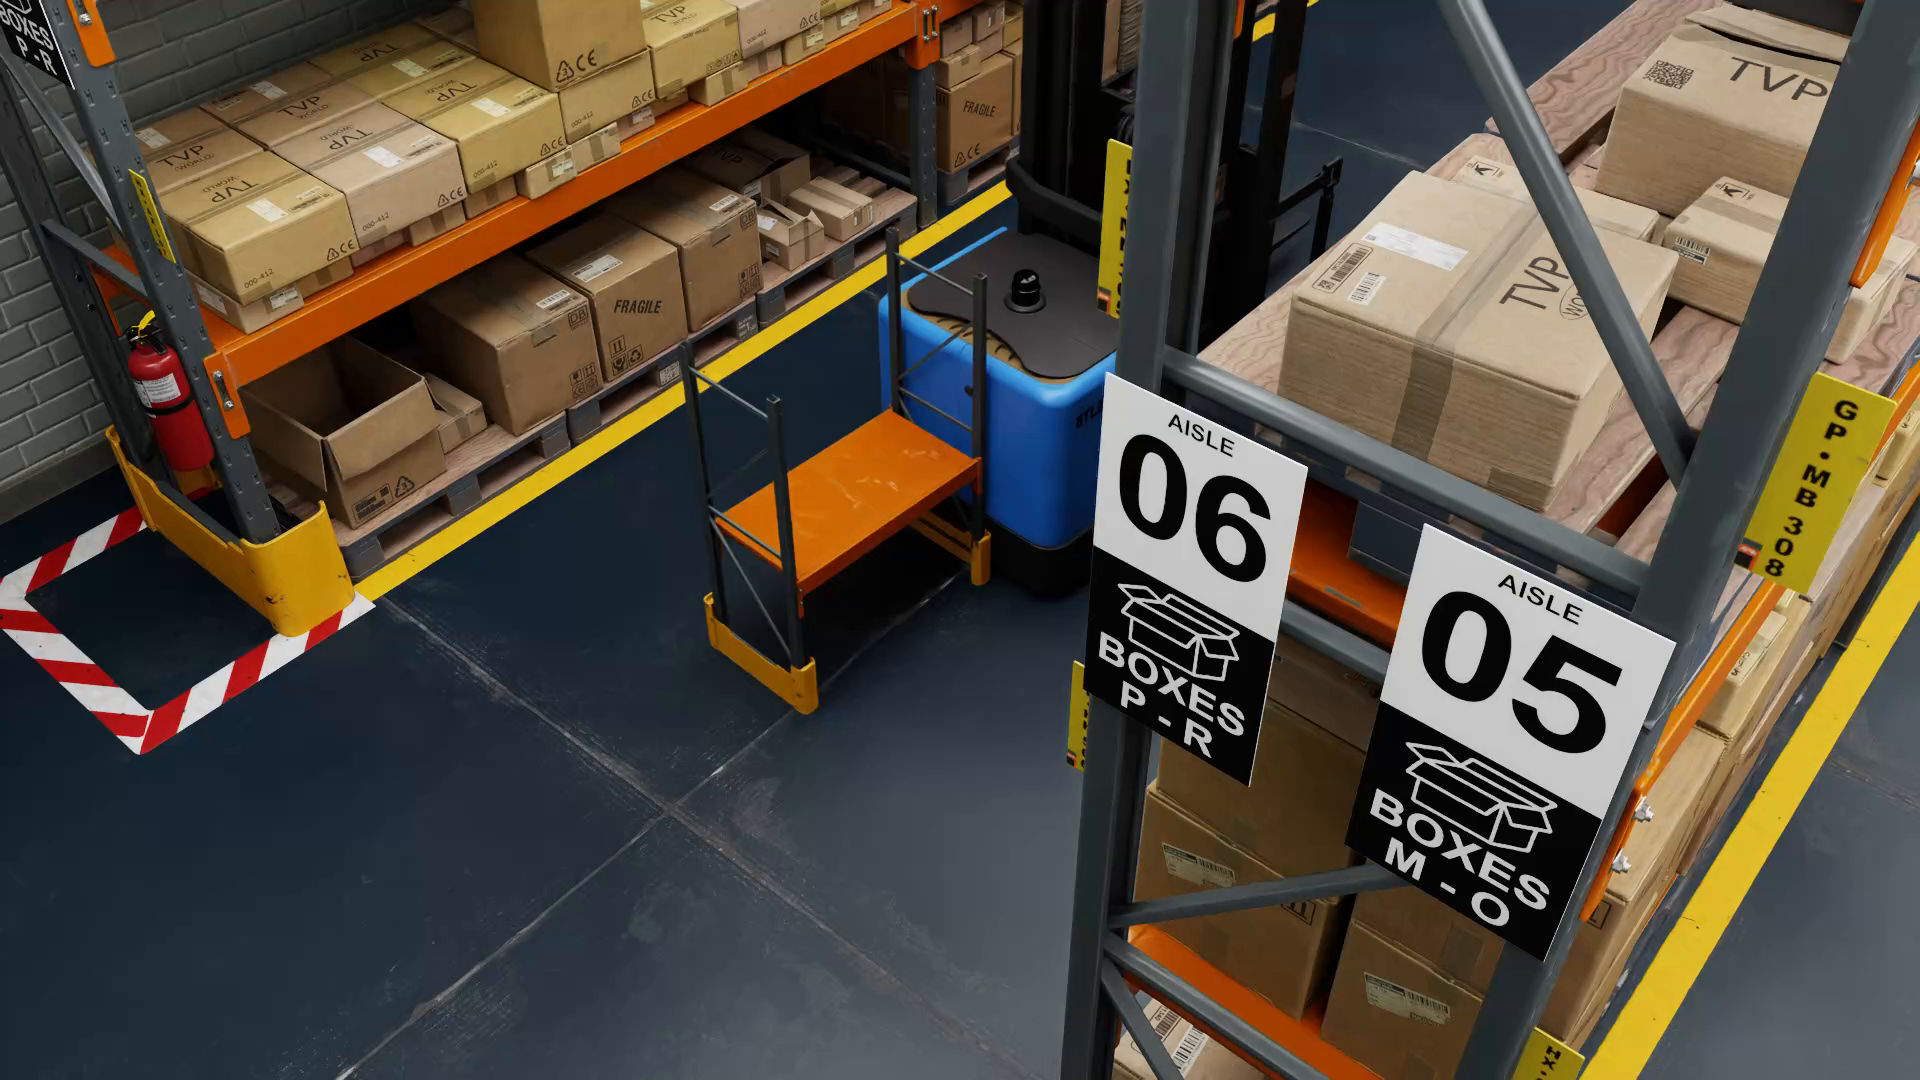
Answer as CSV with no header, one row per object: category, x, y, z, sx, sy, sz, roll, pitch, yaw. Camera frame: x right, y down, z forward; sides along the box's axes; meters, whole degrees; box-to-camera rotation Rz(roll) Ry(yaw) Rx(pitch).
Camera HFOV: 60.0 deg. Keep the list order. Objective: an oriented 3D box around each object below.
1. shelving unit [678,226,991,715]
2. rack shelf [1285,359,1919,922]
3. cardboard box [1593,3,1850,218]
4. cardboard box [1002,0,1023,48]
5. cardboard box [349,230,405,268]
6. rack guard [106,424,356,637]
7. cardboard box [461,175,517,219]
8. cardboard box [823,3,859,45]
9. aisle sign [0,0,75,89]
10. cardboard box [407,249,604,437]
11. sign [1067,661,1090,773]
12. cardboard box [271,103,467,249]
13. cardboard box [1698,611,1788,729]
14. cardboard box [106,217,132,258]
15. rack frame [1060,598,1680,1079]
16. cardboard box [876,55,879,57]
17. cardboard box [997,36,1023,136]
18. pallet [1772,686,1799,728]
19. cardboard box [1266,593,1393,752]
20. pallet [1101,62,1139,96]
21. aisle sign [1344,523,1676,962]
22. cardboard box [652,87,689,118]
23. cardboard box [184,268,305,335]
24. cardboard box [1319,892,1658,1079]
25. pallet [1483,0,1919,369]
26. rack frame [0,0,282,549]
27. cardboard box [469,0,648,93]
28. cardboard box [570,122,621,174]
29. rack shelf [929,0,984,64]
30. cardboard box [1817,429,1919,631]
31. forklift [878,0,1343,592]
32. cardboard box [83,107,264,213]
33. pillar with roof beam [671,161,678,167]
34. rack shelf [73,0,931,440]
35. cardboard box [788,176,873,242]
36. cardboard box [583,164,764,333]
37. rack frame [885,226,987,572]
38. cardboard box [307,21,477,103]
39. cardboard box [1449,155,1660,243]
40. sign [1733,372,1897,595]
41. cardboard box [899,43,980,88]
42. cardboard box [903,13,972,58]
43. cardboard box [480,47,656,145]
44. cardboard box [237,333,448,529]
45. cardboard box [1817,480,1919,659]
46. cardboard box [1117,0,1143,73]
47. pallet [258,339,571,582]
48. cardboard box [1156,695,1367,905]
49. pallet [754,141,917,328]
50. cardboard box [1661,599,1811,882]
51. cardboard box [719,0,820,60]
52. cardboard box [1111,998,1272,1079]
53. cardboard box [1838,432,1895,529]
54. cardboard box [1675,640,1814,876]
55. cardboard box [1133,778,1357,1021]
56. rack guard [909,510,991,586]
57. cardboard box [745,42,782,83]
shelving unit,-0.446,-0.264,6.426,0.587,1.500,1.083,32,51,30
rack shelf,1.969,-0.722,4.120,1.077,0.370,4.000,29,50,28
cardboard box,1.684,-0.867,3.424,0.500,0.311,0.500,30,50,29
cardboard box,0.165,-2.909,9.283,0.380,0.149,0.250,27,49,26
cardboard box,-2.427,-1.255,6.587,0.380,0.149,0.250,29,50,28
rack guard,-3.071,-0.110,6.999,1.175,0.500,0.348,29,50,28
cardboard box,-2.051,-1.497,6.854,0.380,0.149,0.250,30,50,29
cardboard box,-0.708,-2.545,8.007,0.380,0.149,0.250,31,51,29
aisle sign,-2.939,-1.795,5.062,0.394,0.787,0.004,29,50,28
cardboard box,-2.074,-0.923,7.582,0.700,0.500,0.500,32,51,30
sign,0.276,0.393,3.551,0.100,0.325,0.005,29,50,28
cardboard box,-2.297,-1.427,6.480,0.500,0.250,0.500,30,50,29
cardboard box,1.492,0.192,3.510,0.380,0.149,0.250,31,51,30
cardboard box,-3.112,-1.190,6.515,0.380,0.149,0.250,29,50,28
rack frame,0.682,1.151,3.754,1.000,3.000,0.127,29,50,28
cardboard box,-0.529,-2.840,9.208,0.380,0.149,0.250,28,49,27
cardboard box,0.273,-2.716,9.553,0.500,0.500,0.500,29,50,28
pallet,2.707,0.481,6.564,1.003,0.211,1.213,29,50,28
cardboard box,0.760,0.233,3.464,0.380,0.149,0.250,30,50,29
pallet,0.734,-3.090,10.491,1.003,0.211,1.213,29,50,28
aisle sign,0.858,0.352,2.701,0.394,0.787,0.004,29,50,28
cardboard box,-1.441,-2.050,7.461,0.380,0.149,0.250,30,50,29
cardboard box,-2.698,-0.953,6.255,0.380,0.149,0.250,29,50,28
cardboard box,1.211,0.992,3.856,0.500,0.500,0.500,29,50,28
pallet,1.936,-0.943,3.894,1.003,0.211,1.213,29,50,28
rack frame,-3.120,-0.996,6.115,1.000,3.000,0.127,29,50,28
cardboard box,-1.656,-2.217,6.792,0.500,0.500,0.500,31,51,29
cardboard box,-1.677,-1.740,7.120,0.380,0.149,0.250,31,50,29
rack shelf,0.742,-3.819,9.755,1.077,0.370,4.000,29,50,28
cardboard box,2.182,-0.174,4.394,0.500,0.500,0.500,30,50,29
forklift,1.026,-1.767,7.015,1.130,2.935,3.031,32,51,30
cardboard box,-3.027,-1.402,6.453,0.500,0.250,0.500,31,51,30
pillar with roof beam,1.612,-3.443,4.347,9.100,9.000,0.400,29,50,28
rack shelf,-1.833,-1.759,7.490,1.077,0.370,4.000,29,50,28
cardboard box,-0.679,-1.742,8.743,0.380,0.149,0.250,28,49,27
cardboard box,-1.405,-1.458,8.170,0.700,0.500,0.500,28,49,27
rack frame,-0.091,-0.518,6.705,0.500,1.500,0.032,32,51,30
cardboard box,-2.372,-1.920,7.022,0.500,0.250,0.500,31,51,30
cardboard box,1.111,-0.579,3.228,0.380,0.149,0.250,26,48,26
sign,1.103,-0.068,2.157,0.100,0.325,0.005,29,50,28
cardboard box,-0.111,-2.595,8.938,0.380,0.149,0.250,32,51,30
cardboard box,-0.157,-2.732,8.867,0.380,0.149,0.250,29,50,28
cardboard box,-1.661,-1.962,7.068,0.500,0.250,0.500,28,49,27
cardboard box,-2.653,-0.501,7.115,0.797,0.503,0.637,28,49,27
cardboard box,2.514,-0.063,5.016,0.500,0.500,0.500,29,50,28
cardboard box,0.936,-3.235,10.125,0.500,0.500,0.500,28,49,27
pallet,-2.558,-0.414,7.549,1.003,0.211,1.213,29,50,28
cardboard box,0.810,0.393,3.770,0.500,0.500,0.500,31,51,30
pallet,-0.988,-1.670,8.930,1.003,0.211,1.213,29,50,28
cardboard box,1.536,0.352,3.816,0.500,0.500,0.500,28,49,27
cardboard box,-0.998,-2.478,7.636,0.500,0.250,0.500,30,50,29
cardboard box,1.030,1.561,4.896,0.875,0.438,0.875,28,49,27
cardboard box,1.968,-0.220,3.963,0.380,0.149,0.250,30,50,29
cardboard box,1.856,0.465,4.435,0.500,0.500,0.500,29,50,28
cardboard box,0.790,0.751,4.120,0.500,0.500,0.500,30,50,29
rack guard,-0.105,-0.046,7.115,0.587,0.250,0.087,32,51,30
cardboard box,-1.047,-2.278,7.712,0.380,0.149,0.250,31,51,29
